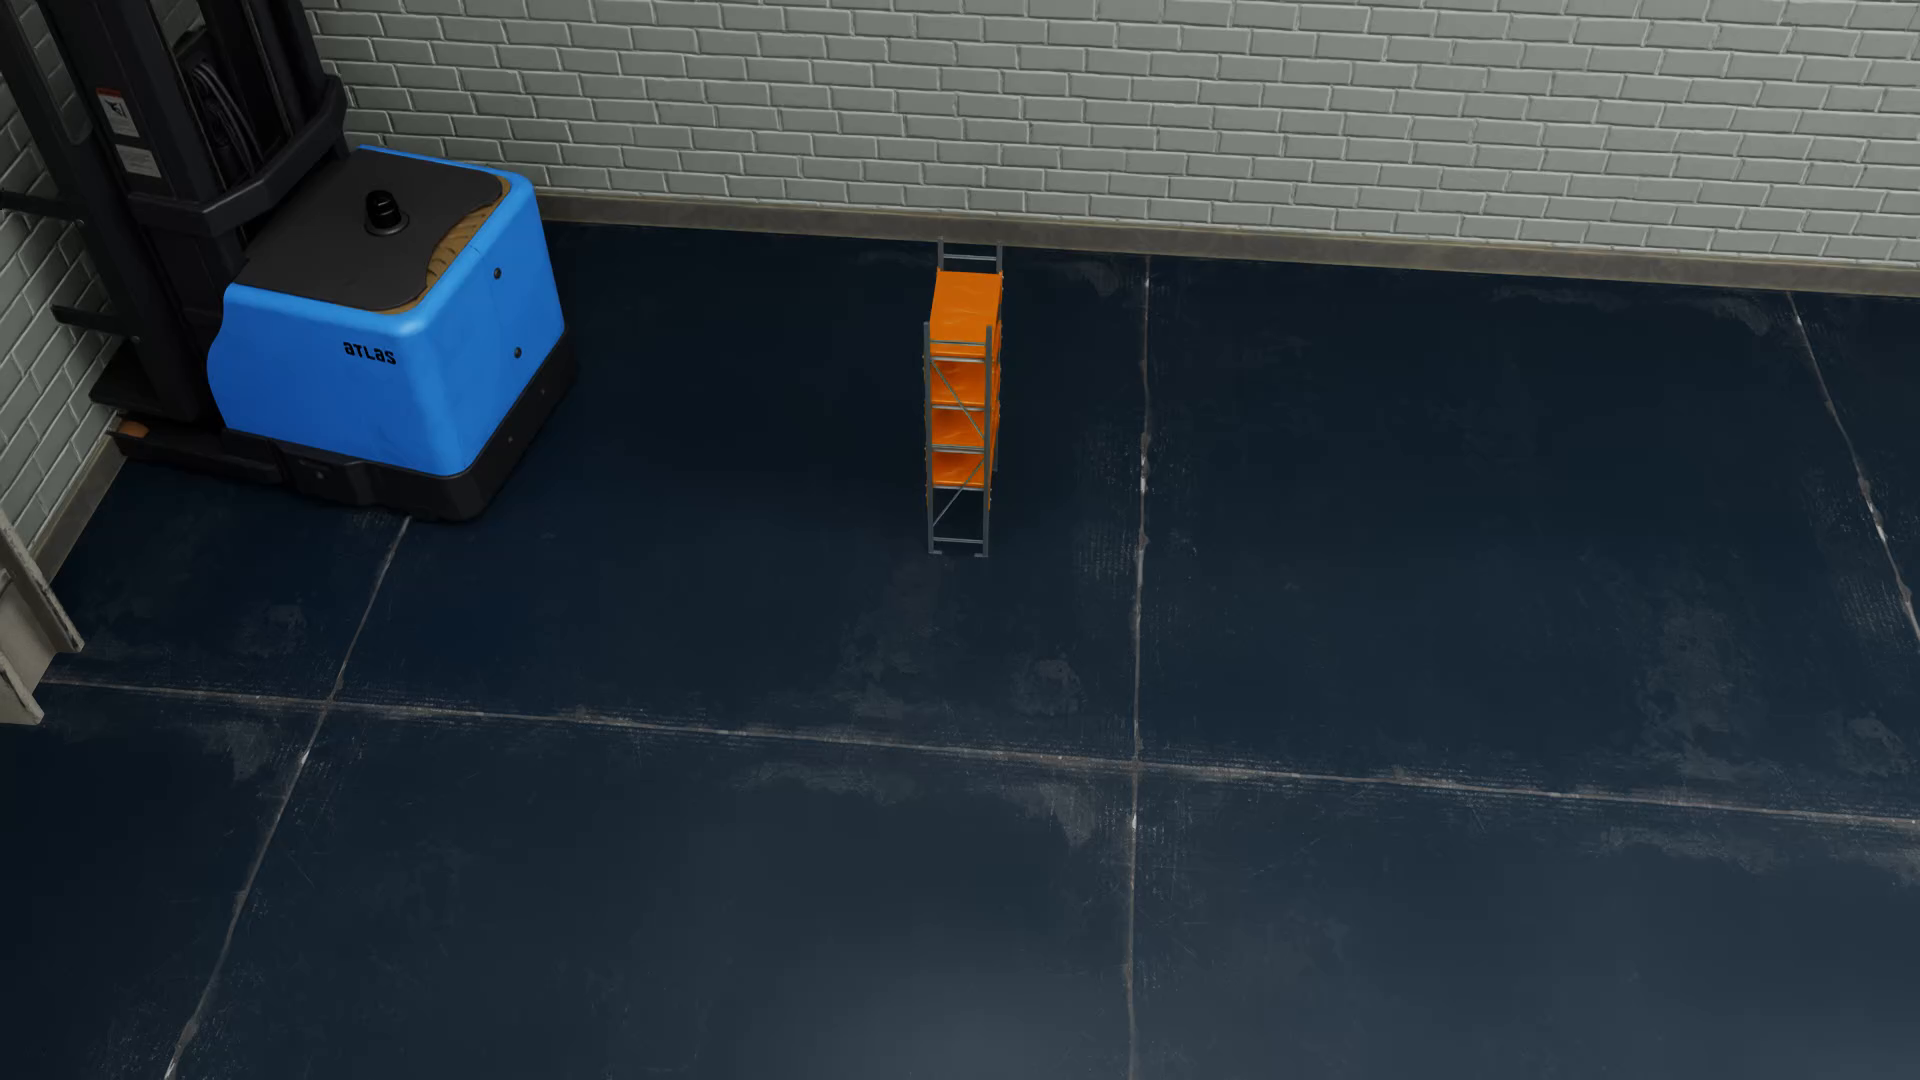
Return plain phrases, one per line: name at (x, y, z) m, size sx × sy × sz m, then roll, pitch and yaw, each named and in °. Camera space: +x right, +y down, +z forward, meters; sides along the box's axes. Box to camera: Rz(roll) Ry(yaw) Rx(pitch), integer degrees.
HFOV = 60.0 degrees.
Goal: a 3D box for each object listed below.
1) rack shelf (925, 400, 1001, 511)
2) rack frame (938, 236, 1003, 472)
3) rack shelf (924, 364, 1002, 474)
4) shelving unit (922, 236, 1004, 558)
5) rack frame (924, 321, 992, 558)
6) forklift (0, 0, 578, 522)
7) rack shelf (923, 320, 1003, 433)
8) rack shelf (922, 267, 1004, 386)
rack shelf at (0.015, -0.347, 6.615) m, size 0.258 × 0.148 × 0.480 m, roll 4°, pitch 48°, yaw 4°
rack frame at (0.037, -0.706, 6.583) m, size 0.240 × 1.200 × 0.015 m, roll 4°, pitch 48°, yaw 4°
rack shelf at (0.015, -0.481, 6.468) m, size 0.258 × 0.148 × 0.480 m, roll 4°, pitch 48°, yaw 4°
shelving unit at (0.015, -0.527, 6.419) m, size 0.258 × 1.200 × 0.503 m, roll 4°, pitch 48°, yaw 4°
rack frame at (-0.007, -0.347, 6.255) m, size 0.240 × 1.200 × 0.015 m, roll 4°, pitch 48°, yaw 4°
forklift at (-3.261, -1.691, 6.310) m, size 3.031 × 2.935 × 1.130 m, roll 12°, pitch 49°, yaw 11°
rack shelf at (0.015, -0.632, 6.303) m, size 0.258 × 0.148 × 0.480 m, roll 4°, pitch 48°, yaw 4°
rack shelf at (0.015, -0.792, 6.129) m, size 0.258 × 0.148 × 0.480 m, roll 4°, pitch 48°, yaw 4°
